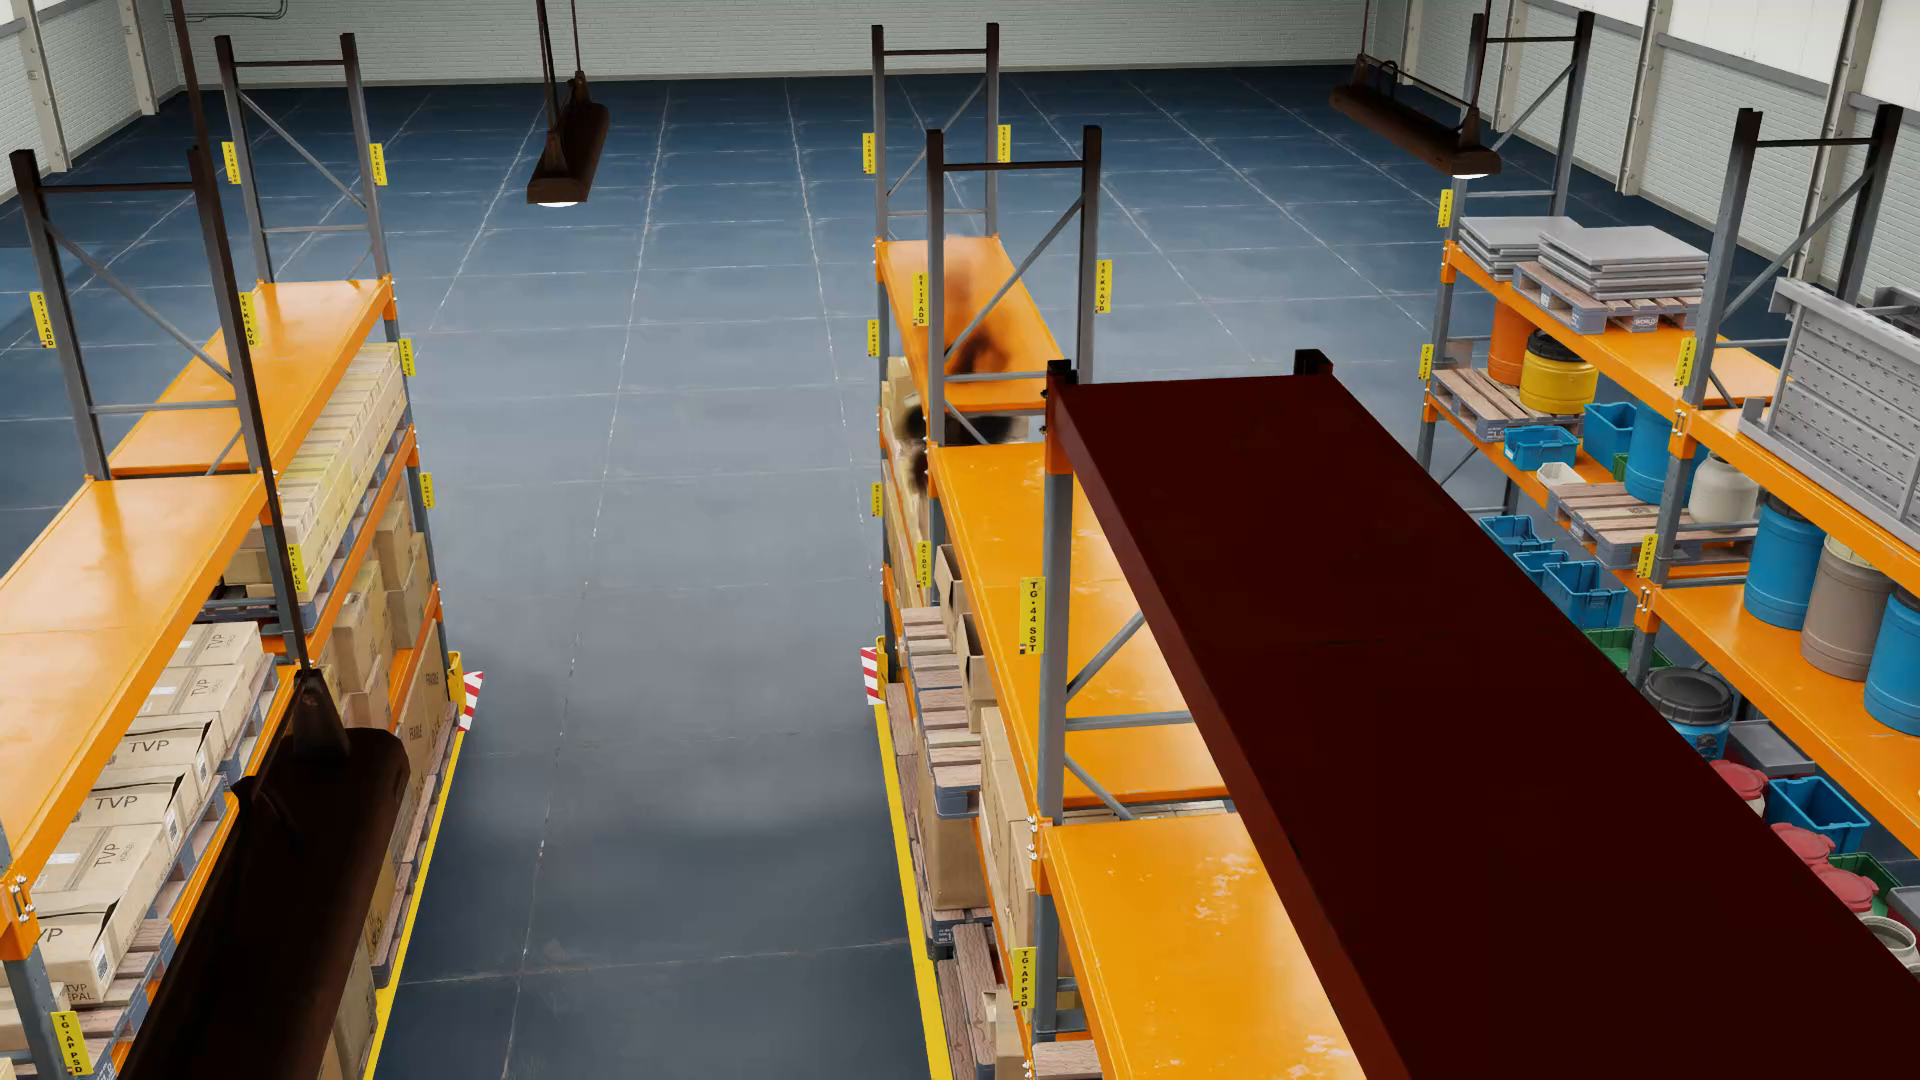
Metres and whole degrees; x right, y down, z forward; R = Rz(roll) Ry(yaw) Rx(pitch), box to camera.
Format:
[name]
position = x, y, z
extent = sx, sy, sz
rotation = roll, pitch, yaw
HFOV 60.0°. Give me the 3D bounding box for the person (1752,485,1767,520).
[person]
position = 8.613, -0.743, 18.015
extent = 0.803, 1.729, 0.677
rotation = 11, 28, 21
